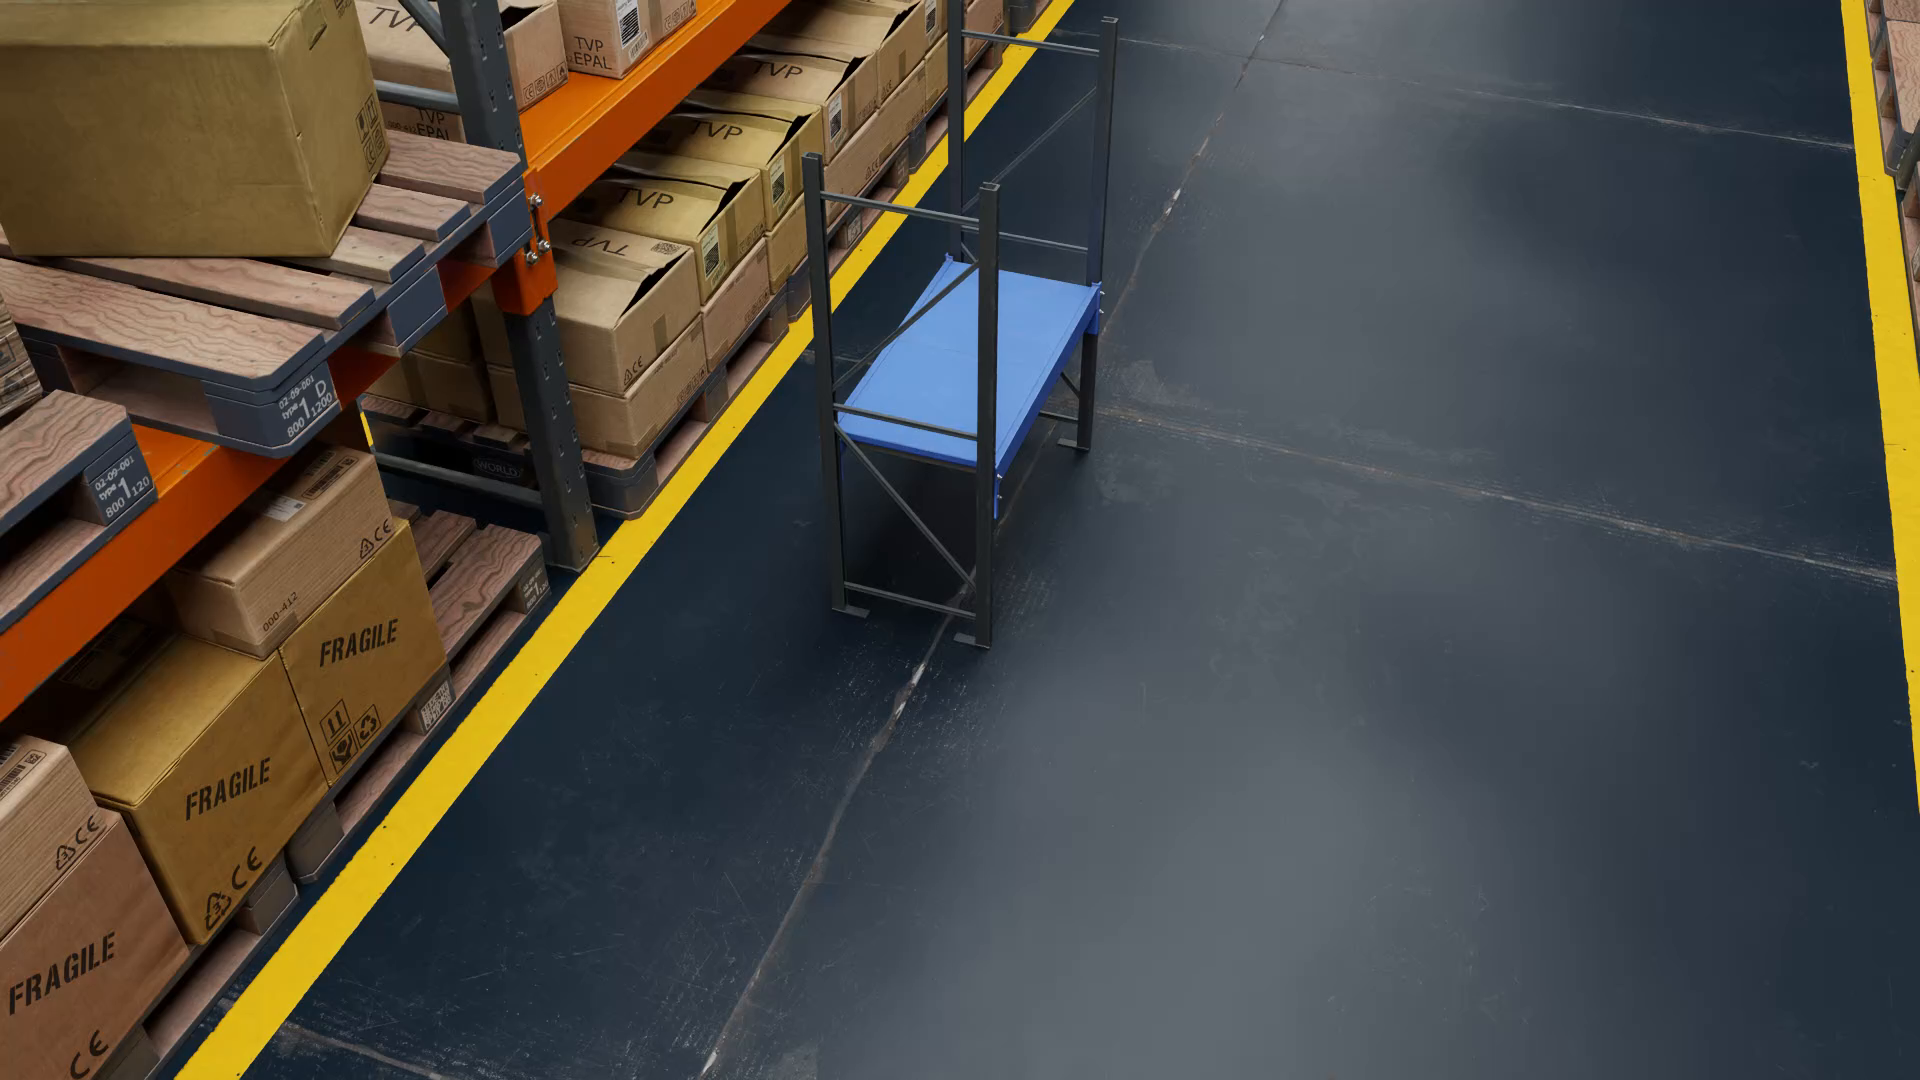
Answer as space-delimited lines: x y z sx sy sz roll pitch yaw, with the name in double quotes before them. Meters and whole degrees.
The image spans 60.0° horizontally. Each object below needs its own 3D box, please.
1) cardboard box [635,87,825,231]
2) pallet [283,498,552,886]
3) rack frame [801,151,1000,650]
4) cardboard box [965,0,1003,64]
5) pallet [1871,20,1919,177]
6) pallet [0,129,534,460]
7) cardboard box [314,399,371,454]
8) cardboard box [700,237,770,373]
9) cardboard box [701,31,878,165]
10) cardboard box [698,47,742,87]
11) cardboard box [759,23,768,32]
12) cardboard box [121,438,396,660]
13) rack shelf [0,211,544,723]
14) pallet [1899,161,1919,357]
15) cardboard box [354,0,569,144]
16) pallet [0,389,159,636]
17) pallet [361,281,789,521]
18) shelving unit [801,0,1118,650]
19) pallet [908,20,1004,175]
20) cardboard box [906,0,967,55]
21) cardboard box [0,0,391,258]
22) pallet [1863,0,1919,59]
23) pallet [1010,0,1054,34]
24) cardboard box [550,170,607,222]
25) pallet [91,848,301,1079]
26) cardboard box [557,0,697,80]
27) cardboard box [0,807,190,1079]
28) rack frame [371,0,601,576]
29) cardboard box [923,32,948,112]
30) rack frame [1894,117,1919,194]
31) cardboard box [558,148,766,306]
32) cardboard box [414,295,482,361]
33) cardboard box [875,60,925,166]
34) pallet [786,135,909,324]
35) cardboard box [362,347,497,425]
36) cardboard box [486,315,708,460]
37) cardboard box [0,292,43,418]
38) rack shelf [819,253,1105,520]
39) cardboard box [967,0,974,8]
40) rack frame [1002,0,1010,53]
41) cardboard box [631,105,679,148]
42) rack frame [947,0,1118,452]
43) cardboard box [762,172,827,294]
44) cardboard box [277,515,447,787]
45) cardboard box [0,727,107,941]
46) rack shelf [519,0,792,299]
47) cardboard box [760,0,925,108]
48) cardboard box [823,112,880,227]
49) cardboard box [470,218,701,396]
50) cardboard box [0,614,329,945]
"cardboard box" -0.814 -1.395 5.937 0.500 0.311 0.500 12 42 14
"pallet" -1.908 0.327 4.704 1.003 0.211 1.213 13 42 15
"rack frame" -0.145 -0.313 4.461 0.500 1.500 0.032 13 42 15
"cardboard box" -0.119 -2.417 7.567 0.500 0.250 0.500 13 42 15
"pallet" 4.604 -1.880 7.291 1.003 0.211 1.213 13 42 15
"pallet" -1.783 -0.679 3.882 1.213 0.211 1.003 13 42 15
"cardboard box" -2.041 -0.183 4.740 0.500 0.500 0.500 15 43 17
"cardboard box" -0.991 -0.856 5.737 0.500 0.250 0.500 12 42 14
"cardboard box" -0.638 -1.709 6.305 0.500 0.311 0.500 13 42 15
"cardboard box" -1.149 -1.813 6.427 0.500 0.311 0.500 14 43 16
"cardboard box" -0.977 -2.131 6.799 0.500 0.311 0.500 12 42 14
"cardboard box" -1.732 -0.025 3.977 0.500 0.250 0.500 15 43 17
"rack shelf" -2.301 0.313 3.127 1.077 0.370 4.000 13 42 15
"pallet" 4.142 -0.987 6.245 1.003 0.211 1.213 13 42 15
"cardboard box" -1.452 -1.359 4.601 0.500 0.311 0.500 16 43 18
"pallet" -2.278 0.079 2.994 1.003 0.211 1.213 13 42 15
"pallet" -1.299 -0.613 5.806 1.003 0.211 1.213 13 42 15
"shelving unit" 0.029 -0.623 4.824 0.538 1.500 1.048 13 42 15
"pallet" -0.464 -2.102 7.551 1.003 0.211 1.213 13 42 15
"cardboard box" -0.290 -2.318 7.019 0.500 0.311 0.500 14 43 16
"cardboard box" -1.726 -0.970 3.675 0.700 0.500 0.500 0 40 0
"pallet" 5.019 -2.627 8.166 1.003 0.211 1.213 13 42 15
"pallet" 0.062 -3.036 8.645 1.003 0.211 1.213 13 42 15
"cardboard box" -1.498 -1.200 5.709 0.500 0.311 0.500 13 42 14
"pallet" -2.327 1.069 3.835 1.003 0.211 1.213 13 42 15
"cardboard box" -1.129 -1.649 4.941 0.500 0.311 0.500 13 42 15
"cardboard box" -2.067 0.862 3.515 0.500 0.500 0.500 12 42 13
"rack frame" -1.617 -1.181 4.323 1.000 3.000 0.127 13 42 15
"cardboard box" -0.293 -2.109 7.206 0.500 0.250 0.500 13 42 14
"rack frame" 4.407 -2.523 5.897 1.000 3.000 0.127 13 42 15
"cardboard box" -0.990 -1.084 5.573 0.500 0.311 0.500 12 42 14
"cardboard box" -1.669 -0.882 5.336 0.500 0.311 0.500 14 43 16
"cardboard box" -0.468 -1.797 6.840 0.500 0.250 0.500 14 42 16
"pallet" -0.880 -1.355 6.676 1.003 0.211 1.213 13 42 15
"cardboard box" -1.666 -0.670 5.519 0.500 0.250 0.500 14 42 16
"cardboard box" -1.162 -0.549 5.377 0.500 0.250 0.500 13 42 15
"cardboard box" -2.219 -0.454 3.071 0.700 0.500 0.500 21 45 23
"rack shelf" 0.029 -0.486 4.941 0.538 0.185 1.000 13 42 15
"cardboard box" -0.118 -2.637 7.393 0.500 0.311 0.500 13 42 15
"rack frame" -0.249 -3.621 7.183 1.000 3.000 0.127 13 42 15
"cardboard box" -1.322 -1.508 6.069 0.500 0.311 0.500 13 42 15
"rack frame" 0.203 -0.933 5.188 0.500 1.500 0.032 13 42 15
"cardboard box" -0.819 -1.174 6.110 0.500 0.250 0.500 12 42 14
"cardboard box" -1.716 0.225 4.262 0.500 0.500 0.500 15 43 17
"cardboard box" -2.077 0.600 3.245 0.500 0.250 0.500 13 42 14
"rack shelf" -0.933 -2.127 5.986 1.077 0.370 4.000 13 42 15
"cardboard box" -0.463 -2.014 6.663 0.500 0.311 0.500 13 42 15
"cardboard box" -0.643 -1.487 6.476 0.500 0.250 0.500 14 42 16
"cardboard box" -1.162 -0.762 5.195 0.500 0.311 0.500 15 43 17
"cardboard box" -1.894 0.541 3.892 0.500 0.500 0.500 12 42 14
